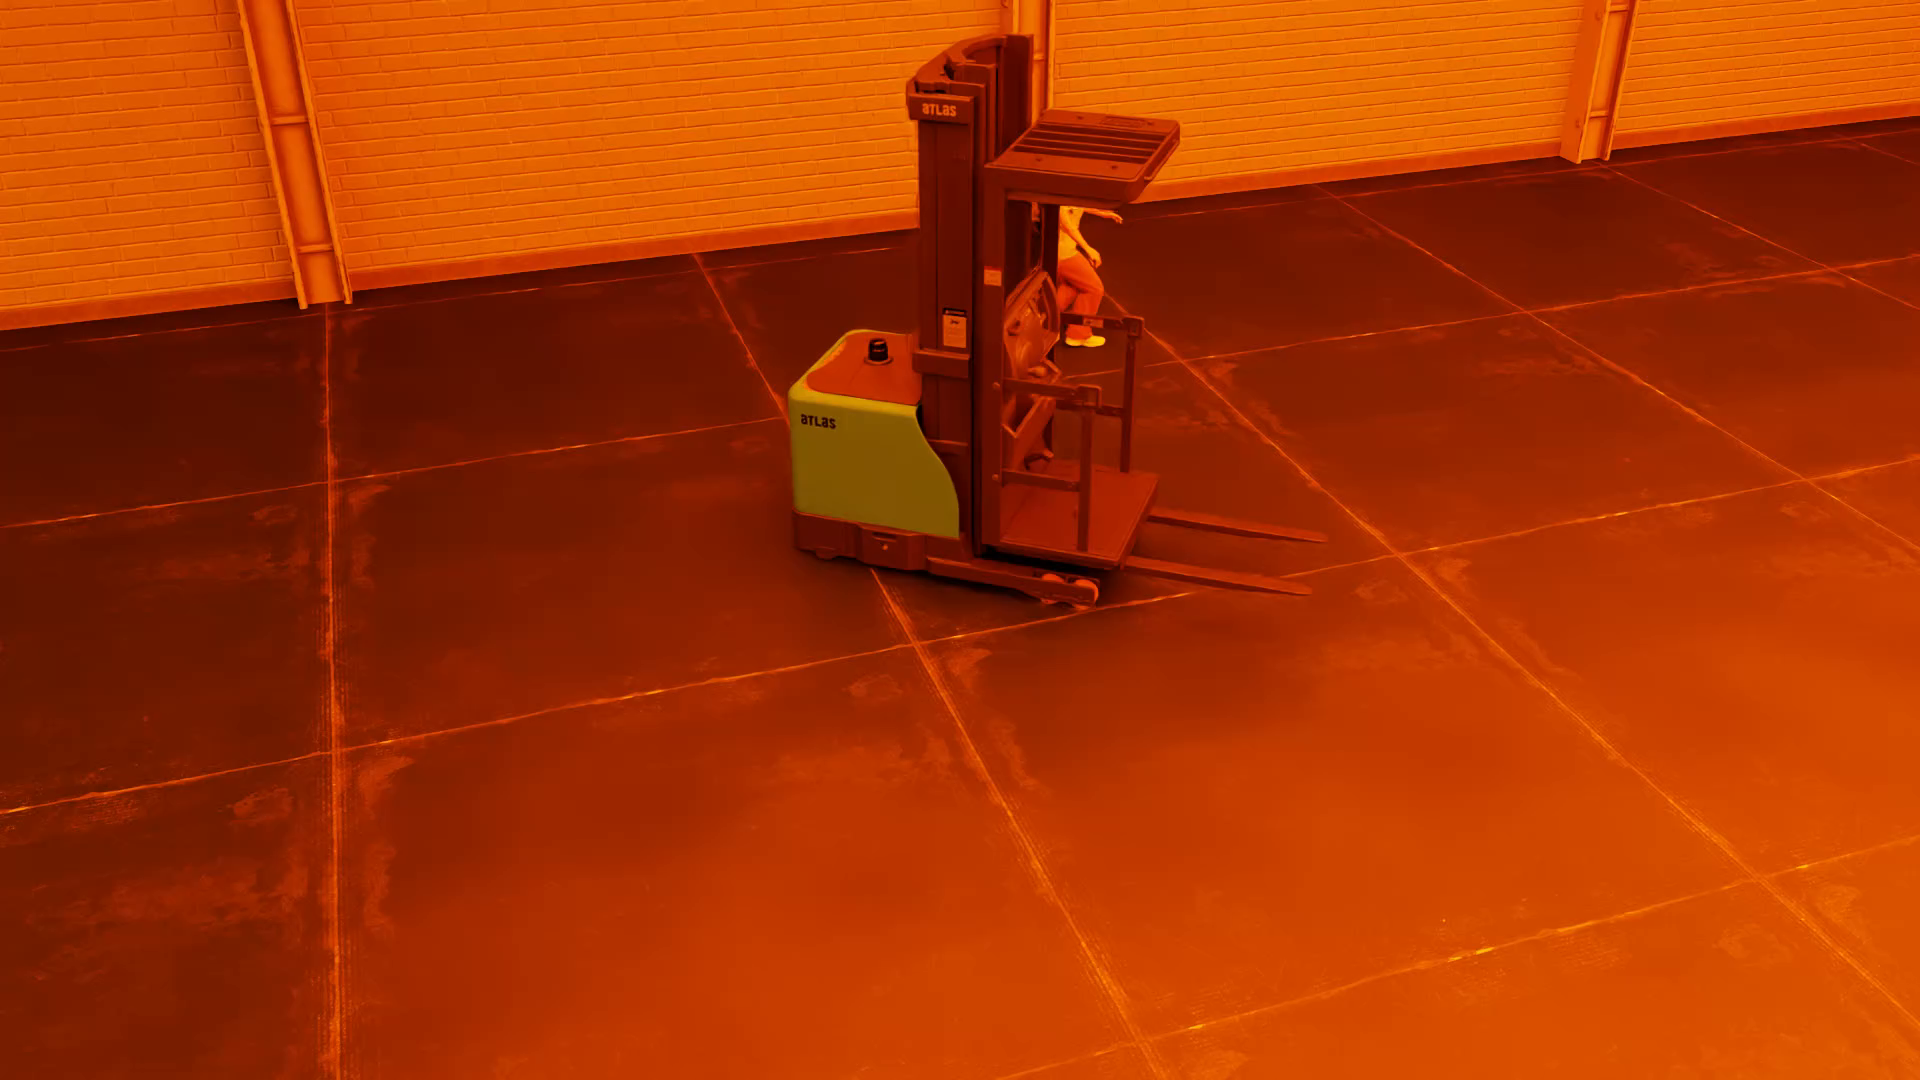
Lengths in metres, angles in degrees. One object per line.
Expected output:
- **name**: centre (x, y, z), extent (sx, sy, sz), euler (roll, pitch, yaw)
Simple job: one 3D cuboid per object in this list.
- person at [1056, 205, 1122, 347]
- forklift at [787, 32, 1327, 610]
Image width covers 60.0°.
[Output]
- **person**: centre (0.881, -2.115, 12.151), extent (0.749, 1.551, 0.774), euler (-7, 31, -12)
- **forklift**: centre (0.583, -1.178, 9.134), extent (3.031, 2.935, 1.130), euler (9, 31, 16)
